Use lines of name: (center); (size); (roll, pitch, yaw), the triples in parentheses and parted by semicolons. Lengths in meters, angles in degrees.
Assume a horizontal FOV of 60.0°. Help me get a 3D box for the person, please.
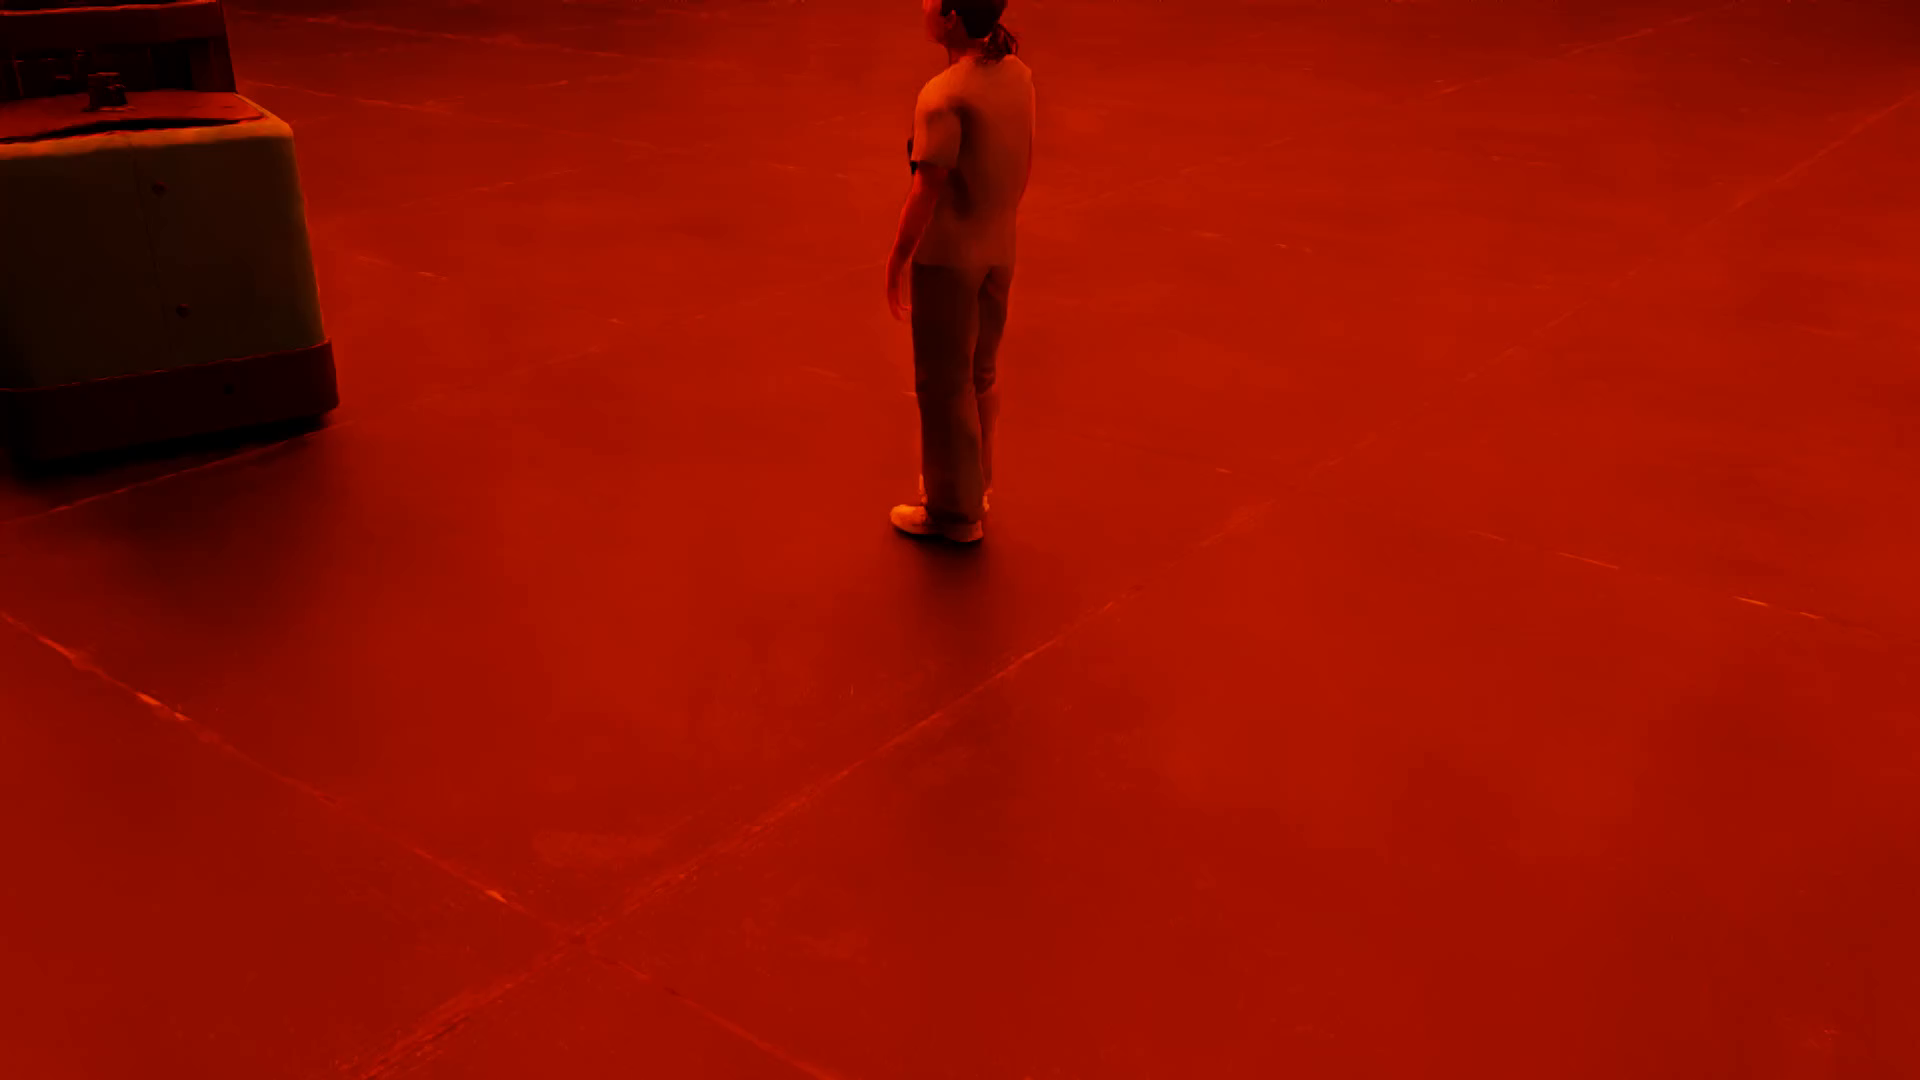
person: (-0.051, -0.797, 4.729); (0.548, 1.674, 0.550); (17, 29, 34)

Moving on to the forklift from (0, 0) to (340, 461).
forklift: (-3.436, -2.140, 6.265); (1.130, 2.935, 3.031); (-14, 27, -30)
